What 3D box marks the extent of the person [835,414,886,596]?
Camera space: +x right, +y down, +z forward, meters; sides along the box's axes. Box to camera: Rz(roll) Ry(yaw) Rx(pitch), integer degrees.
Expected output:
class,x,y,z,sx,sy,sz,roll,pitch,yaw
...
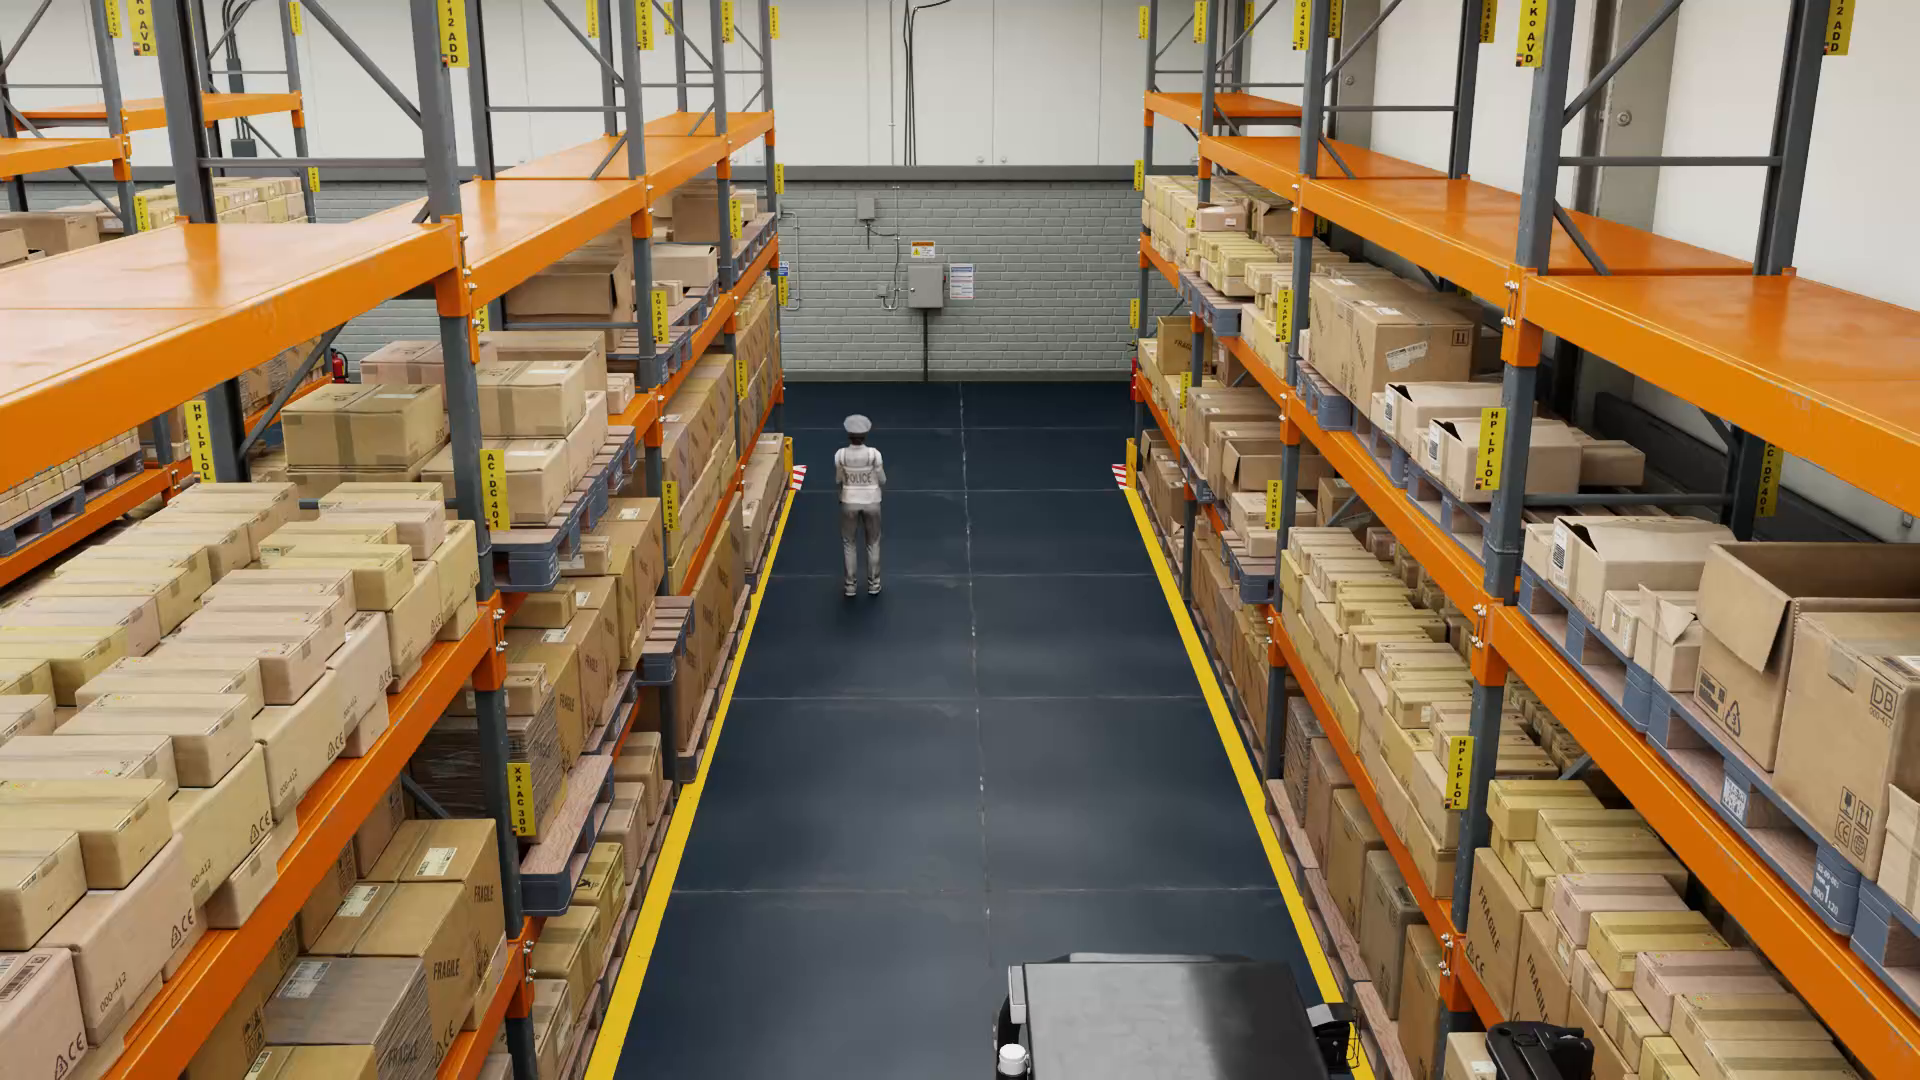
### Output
class,x,y,z,sx,sy,sz,roll,pitch,yaw
person,-0.896,-0.331,15.075,0.458,1.686,0.559,0,17,0
